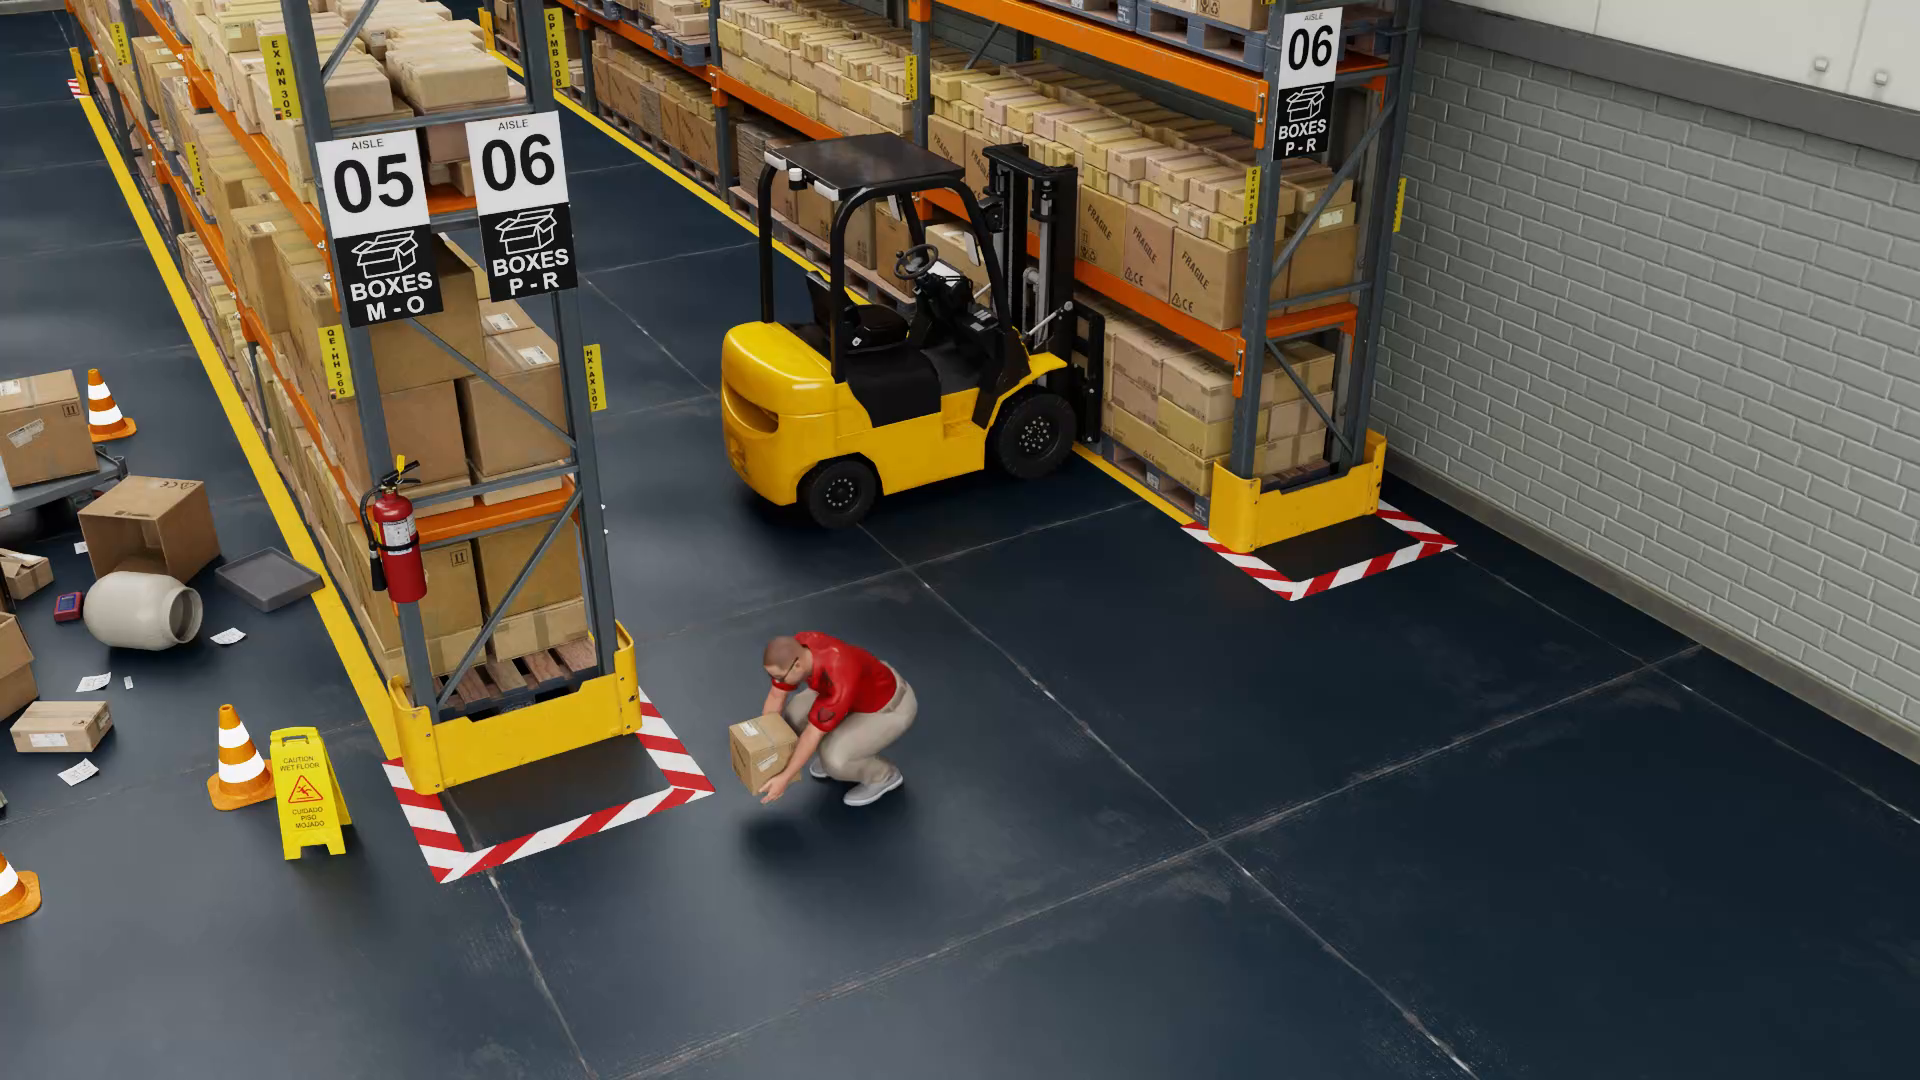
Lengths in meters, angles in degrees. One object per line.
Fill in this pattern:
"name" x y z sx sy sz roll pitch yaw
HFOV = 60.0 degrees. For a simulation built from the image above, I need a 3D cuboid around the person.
"person" -0.621 0.800 7.926 0.879 0.976 0.526 -16 33 -27
